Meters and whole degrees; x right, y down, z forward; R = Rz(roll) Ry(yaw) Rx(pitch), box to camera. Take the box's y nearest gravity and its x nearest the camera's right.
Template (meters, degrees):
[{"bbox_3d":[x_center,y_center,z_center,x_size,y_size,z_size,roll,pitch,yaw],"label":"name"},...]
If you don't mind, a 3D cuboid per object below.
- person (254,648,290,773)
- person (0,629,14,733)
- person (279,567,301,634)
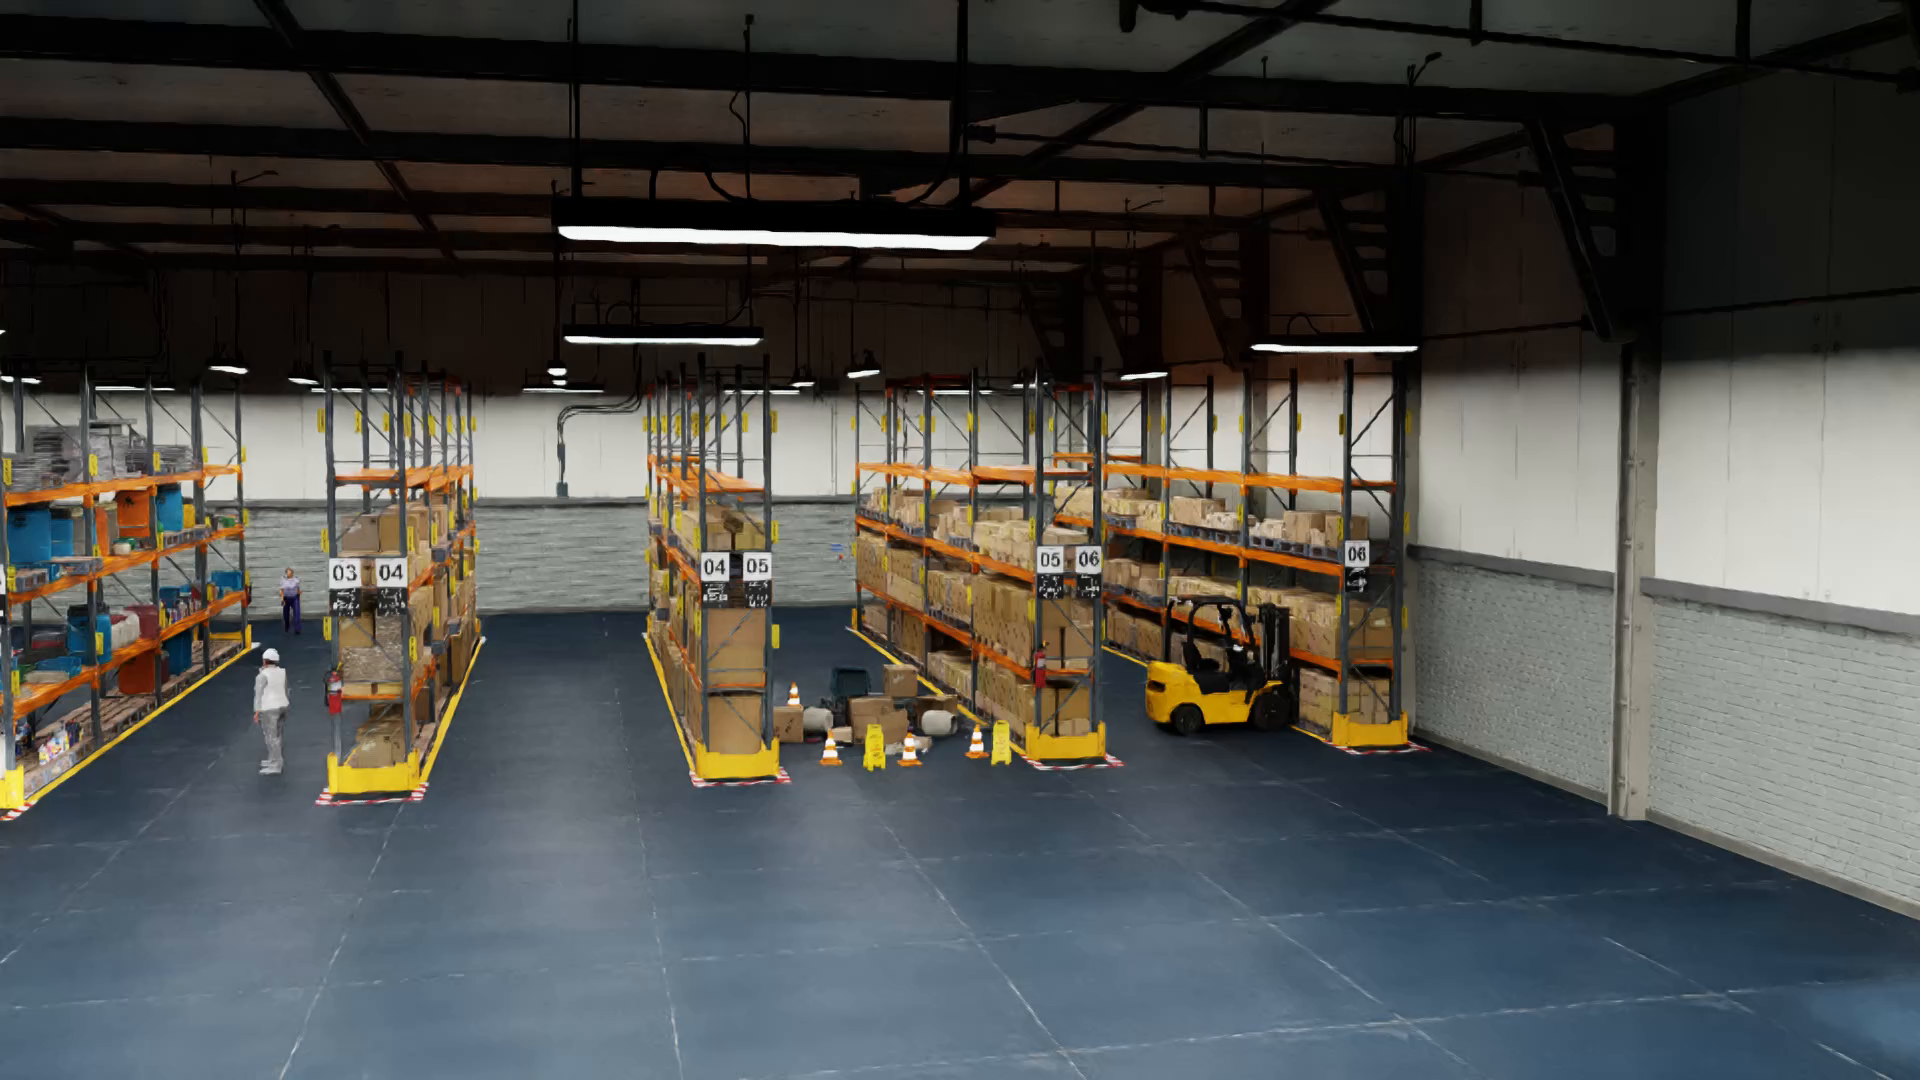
[{"bbox_3d":[-9.943,2.434,23.979,0.576,1.768,0.626,1,4,19],"label":"person"},{"bbox_3d":[-15.606,2.276,27.043,0.549,1.662,0.587,1,4,10],"label":"person"},{"bbox_3d":[-16.015,1.435,39.752,0.478,1.580,1.000,-2,4,-21],"label":"person"}]
